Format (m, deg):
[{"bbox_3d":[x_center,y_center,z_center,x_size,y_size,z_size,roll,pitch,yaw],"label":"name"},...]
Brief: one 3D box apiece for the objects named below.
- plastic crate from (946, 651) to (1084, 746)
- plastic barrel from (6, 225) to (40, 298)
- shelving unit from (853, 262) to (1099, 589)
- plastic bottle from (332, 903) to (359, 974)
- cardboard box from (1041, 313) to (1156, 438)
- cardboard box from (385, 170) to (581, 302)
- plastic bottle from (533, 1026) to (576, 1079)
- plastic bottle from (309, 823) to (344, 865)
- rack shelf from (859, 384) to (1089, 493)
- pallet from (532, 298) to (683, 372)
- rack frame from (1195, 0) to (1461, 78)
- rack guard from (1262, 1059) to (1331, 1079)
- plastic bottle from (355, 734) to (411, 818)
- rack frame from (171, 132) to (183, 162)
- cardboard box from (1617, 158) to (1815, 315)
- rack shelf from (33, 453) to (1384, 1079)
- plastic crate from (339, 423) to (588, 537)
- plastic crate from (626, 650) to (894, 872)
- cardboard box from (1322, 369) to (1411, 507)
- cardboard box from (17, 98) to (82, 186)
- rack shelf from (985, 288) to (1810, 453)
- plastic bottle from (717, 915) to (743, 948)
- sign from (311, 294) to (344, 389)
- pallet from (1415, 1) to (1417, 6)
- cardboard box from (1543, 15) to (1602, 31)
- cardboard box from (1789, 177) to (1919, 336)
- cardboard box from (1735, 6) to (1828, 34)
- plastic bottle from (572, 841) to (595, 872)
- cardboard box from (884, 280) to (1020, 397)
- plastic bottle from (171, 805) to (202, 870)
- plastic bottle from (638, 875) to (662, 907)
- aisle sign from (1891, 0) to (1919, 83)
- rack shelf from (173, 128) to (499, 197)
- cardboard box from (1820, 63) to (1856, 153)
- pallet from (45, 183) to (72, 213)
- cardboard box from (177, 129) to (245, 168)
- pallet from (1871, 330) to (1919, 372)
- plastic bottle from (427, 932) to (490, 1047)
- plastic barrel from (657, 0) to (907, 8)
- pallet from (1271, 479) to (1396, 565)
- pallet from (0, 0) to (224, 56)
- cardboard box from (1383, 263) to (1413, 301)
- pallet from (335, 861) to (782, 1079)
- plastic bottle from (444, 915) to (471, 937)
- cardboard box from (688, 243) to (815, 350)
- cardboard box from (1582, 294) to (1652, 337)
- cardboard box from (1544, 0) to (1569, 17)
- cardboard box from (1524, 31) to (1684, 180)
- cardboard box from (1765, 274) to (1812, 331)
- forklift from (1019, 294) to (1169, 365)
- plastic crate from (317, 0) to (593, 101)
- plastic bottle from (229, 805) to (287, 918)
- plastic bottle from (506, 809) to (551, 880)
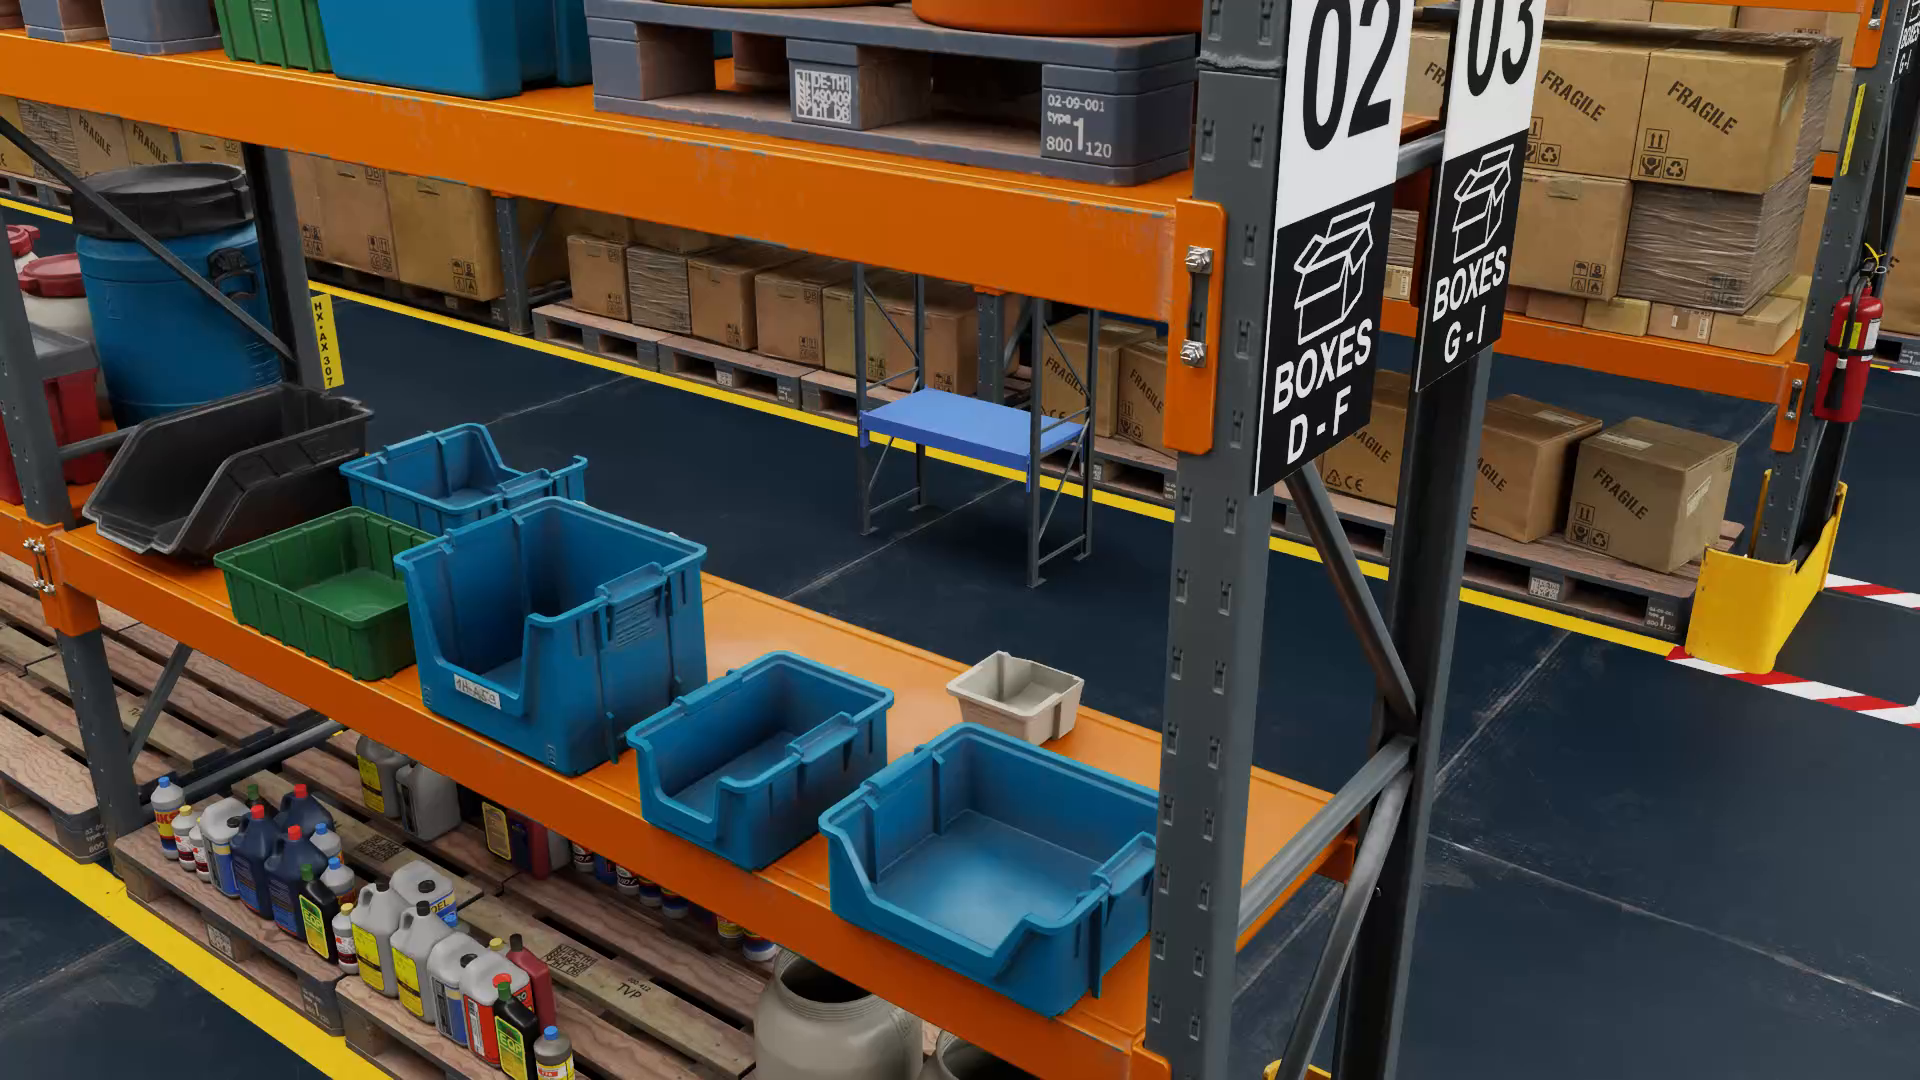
[{"bbox_3d":[0.147,0.389,3.975,0.250,0.136,0.298,17,29,33],"label":"plastic crate"},{"bbox_3d":[-3.752,-0.921,6.451,0.433,0.535,0.433,0,24,0],"label":"plastic barrel"},{"bbox_3d":[0.068,-0.666,7.901,1.048,1.500,0.538,17,29,33],"label":"shelving unit"},{"bbox_3d":[-1.770,1.151,4.843,0.097,0.201,0.097,0,24,0],"label":"plastic bottle"},{"bbox_3d":[0.736,-0.916,9.187,0.500,0.500,0.500,16,28,32],"label":"cardboard box"},{"bbox_3d":[-3.301,-2.338,11.950,0.875,0.875,1.225,15,28,31],"label":"cardboard box"},{"bbox_3d":[-1.063,1.365,4.357,0.097,0.201,0.097,0,24,0],"label":"plastic bottle"},{"bbox_3d":[-1.945,0.993,5.113,0.097,0.271,0.097,0,24,0],"label":"plastic bottle"},{"bbox_3d":[0.068,-0.501,7.973,1.000,0.185,0.538,17,29,33],"label":"rack shelf"},{"bbox_3d":[-2.137,-1.479,11.345,1.213,0.211,1.003,17,29,33],"label":"pallet"},{"bbox_3d":[0.670,-2.157,1.985,0.127,3.000,1.000,17,29,33],"label":"rack frame"},{"bbox_3d":[0.581,1.729,3.706,0.348,0.500,1.175,17,29,33],"label":"rack guard"},{"bbox_3d":[-1.929,0.741,5.588,0.185,0.351,0.144,17,29,33],"label":"plastic bottle"},{"bbox_3d":[-5.962,-3.912,13.408,0.127,3.000,1.000,17,29,33],"label":"rack frame"},{"bbox_3d":[3.217,-1.334,7.063,0.500,0.500,0.875,17,29,33],"label":"cardboard box"},{"bbox_3d":[-0.930,0.434,4.437,4.000,0.370,1.077,17,29,33],"label":"rack shelf"},{"bbox_3d":[-1.482,-0.131,5.011,0.616,0.251,0.499,17,29,33],"label":"plastic crate"},{"bbox_3d":[-0.426,0.473,3.641,0.408,0.251,0.499,17,29,33],"label":"plastic crate"},{"bbox_3d":[2.162,-0.505,8.256,0.500,0.500,0.500,20,31,38],"label":"cardboard box"},{"bbox_3d":[-7.874,-3.750,15.155,0.875,0.875,0.875,17,29,33],"label":"cardboard box"},{"bbox_3d":[2.040,-1.164,8.064,4.000,0.370,1.077,17,29,33],"label":"rack shelf"},{"bbox_3d":[-0.677,1.103,4.950,0.097,0.201,0.097,0,24,0],"label":"plastic bottle"},{"bbox_3d":[-2.192,-0.681,5.731,0.005,0.325,0.100,17,29,33],"label":"sign"},{"bbox_3d":[4.791,-5.588,17.451,1.213,0.211,1.003,17,29,33],"label":"pallet"},{"bbox_3d":[2.567,-2.114,7.594,0.500,0.500,0.500,17,29,33],"label":"cardboard box"},{"bbox_3d":[6.114,-1.948,11.066,0.875,0.875,0.875,17,29,34],"label":"cardboard box"},{"bbox_3d":[5.560,-3.533,11.023,0.550,0.550,0.875,17,29,33],"label":"cardboard box"},{"bbox_3d":[-1.192,0.948,5.304,0.097,0.201,0.097,0,24,0],"label":"plastic bottle"},{"bbox_3d":[-0.039,-1.190,9.785,0.500,0.500,0.700,14,28,29],"label":"cardboard box"},{"bbox_3d":[-2.457,0.943,5.314,0.097,0.201,0.097,0,24,0],"label":"plastic bottle"},{"bbox_3d":[-0.948,0.989,5.122,0.097,0.271,0.097,0,24,0],"label":"plastic bottle"},{"bbox_3d":[3.510,-2.088,6.044,0.004,0.787,0.394,17,29,33],"label":"aisle sign"},{"bbox_3d":[-4.361,-3.099,12.455,4.000,0.370,1.077,17,29,33],"label":"rack shelf"},{"bbox_3d":[5.919,-2.855,10.824,0.550,0.550,0.875,17,29,33],"label":"cardboard box"},{"bbox_3d":[-7.504,-3.139,15.114,1.213,0.211,1.003,17,29,33],"label":"pallet"},{"bbox_3d":[-5.438,-2.983,13.415,0.875,0.875,1.225,17,29,33],"label":"cardboard box"},{"bbox_3d":[6.009,-1.478,11.342,1.213,0.211,1.003,17,29,33],"label":"pallet"},{"bbox_3d":[-1.359,1.227,4.577,0.135,0.276,0.152,16,28,32],"label":"plastic bottle"},{"bbox_3d":[-0.318,-1.297,3.000,0.600,0.588,0.600,0,24,0],"label":"plastic barrel"},{"bbox_3d":[1.979,-0.255,8.567,1.213,0.211,1.003,17,29,33],"label":"pallet"},{"bbox_3d":[-1.895,-1.522,4.499,1.003,0.211,1.213,17,29,33],"label":"pallet"},{"bbox_3d":[2.025,-1.226,7.624,0.250,0.149,0.380,17,29,33],"label":"cardboard box"},{"bbox_3d":[-1.038,1.368,4.884,1.213,0.211,1.003,17,29,33],"label":"pallet"},{"bbox_3d":[-1.456,1.173,4.792,0.097,0.201,0.097,0,24,0],"label":"plastic bottle"},{"bbox_3d":[-1.304,-1.581,10.673,0.500,0.500,0.700,20,31,38],"label":"cardboard box"},{"bbox_3d":[2.858,-1.002,7.115,0.250,0.149,0.380,17,29,33],"label":"cardboard box"},{"bbox_3d":[4.280,-3.920,11.901,0.550,0.550,0.875,17,29,33],"label":"cardboard box"},{"bbox_3d":[2.649,-1.822,6.931,0.500,0.500,0.500,17,29,33],"label":"cardboard box"},{"bbox_3d":[3.555,-1.041,7.203,0.250,0.149,0.380,17,29,33],"label":"cardboard box"},{"bbox_3d":[0.729,-2.625,10.572,3.031,2.935,1.130,16,29,32],"label":"forklift"},{"bbox_3d":[-1.037,-1.141,3.419,0.575,0.384,0.392,17,29,33],"label":"plastic crate"},{"bbox_3d":[-2.134,0.961,5.089,0.185,0.351,0.144,18,29,35],"label":"plastic bottle"},{"bbox_3d":[-1.366,0.925,5.254,0.133,0.283,0.061,17,29,33],"label":"plastic bottle"}]
